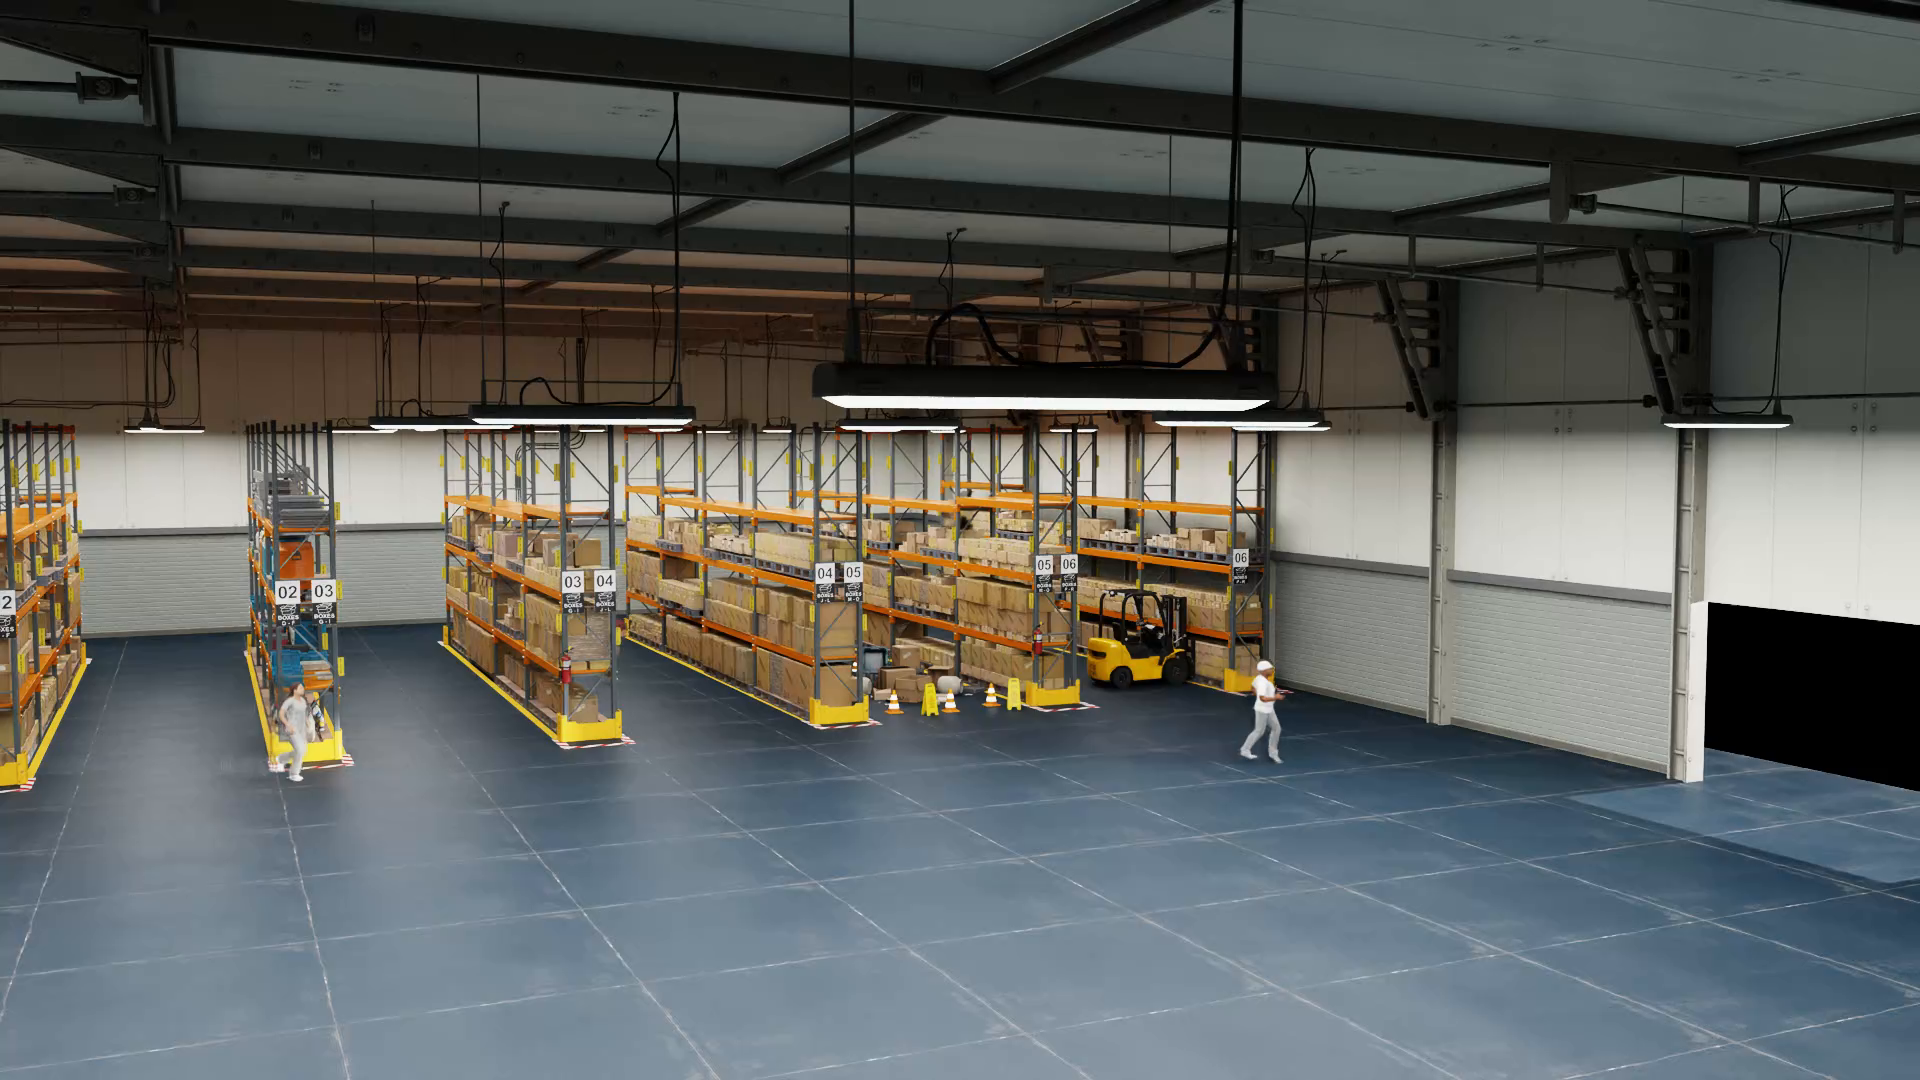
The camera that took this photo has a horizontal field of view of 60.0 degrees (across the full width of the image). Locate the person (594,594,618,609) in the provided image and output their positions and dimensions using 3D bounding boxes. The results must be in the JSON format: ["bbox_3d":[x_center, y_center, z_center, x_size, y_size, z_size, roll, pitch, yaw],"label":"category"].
[{"bbox_3d":[-9.554,2.095,44.814,0.744,1.681,1.036,-2,4,-24],"label":"person"}]

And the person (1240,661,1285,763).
[{"bbox_3d":[5.309,3.025,29.104,0.787,1.831,0.676,1,4,21],"label":"person"}]

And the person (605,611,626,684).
[{"bbox_3d":[-8.050,2.461,38.572,0.646,1.757,0.694,-3,4,-36],"label":"person"}]

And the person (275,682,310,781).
[{"bbox_3d":[-11.159,3.181,27.855,0.644,1.616,0.594,1,4,19],"label":"person"}]
